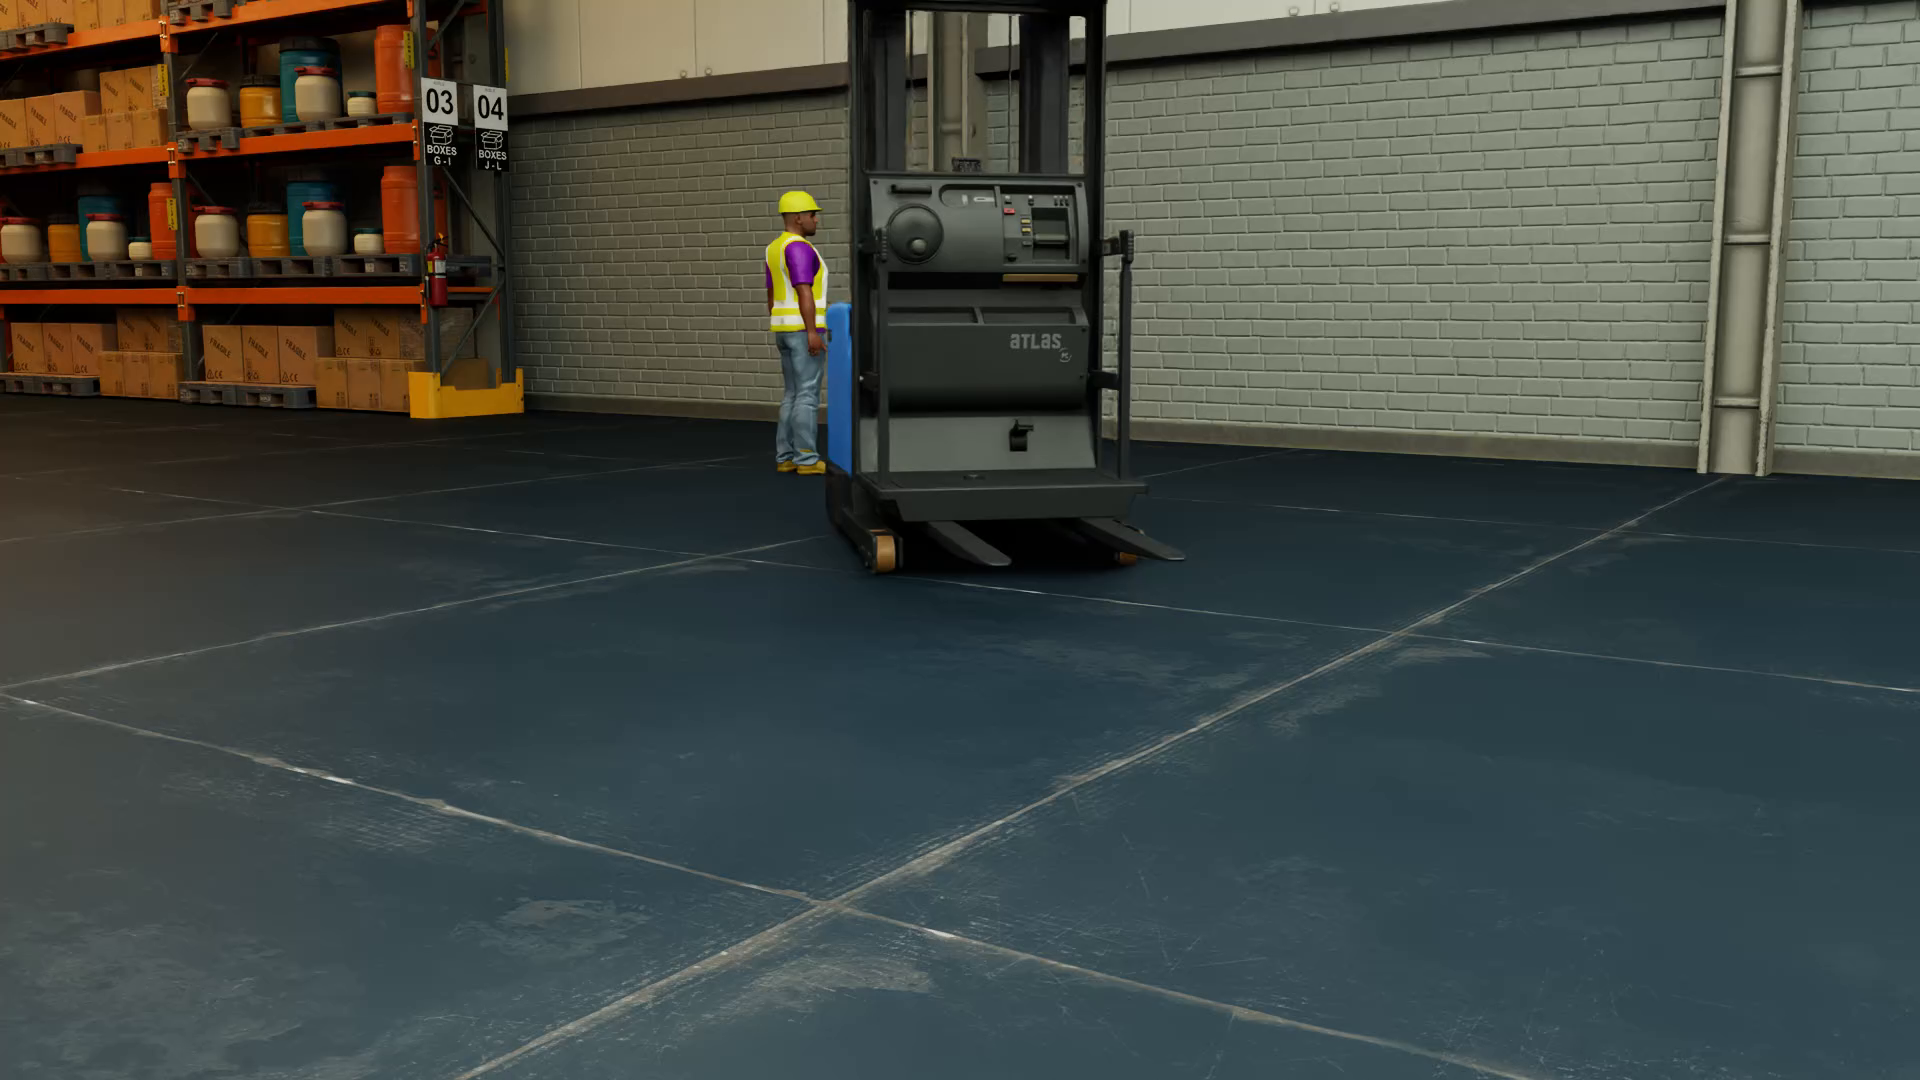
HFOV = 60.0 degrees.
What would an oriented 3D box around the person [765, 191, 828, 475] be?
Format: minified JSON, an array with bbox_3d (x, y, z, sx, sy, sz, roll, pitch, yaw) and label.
[{"bbox_3d":[-0.992,-1.308,10.534,0.387,1.771,0.614,-4,9,-27],"label":"person"}]

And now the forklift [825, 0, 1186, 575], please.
[{"bbox_3d":[0.128,-1.367,6.805,1.130,2.935,3.031,-2,8,-11],"label":"forklift"}]
